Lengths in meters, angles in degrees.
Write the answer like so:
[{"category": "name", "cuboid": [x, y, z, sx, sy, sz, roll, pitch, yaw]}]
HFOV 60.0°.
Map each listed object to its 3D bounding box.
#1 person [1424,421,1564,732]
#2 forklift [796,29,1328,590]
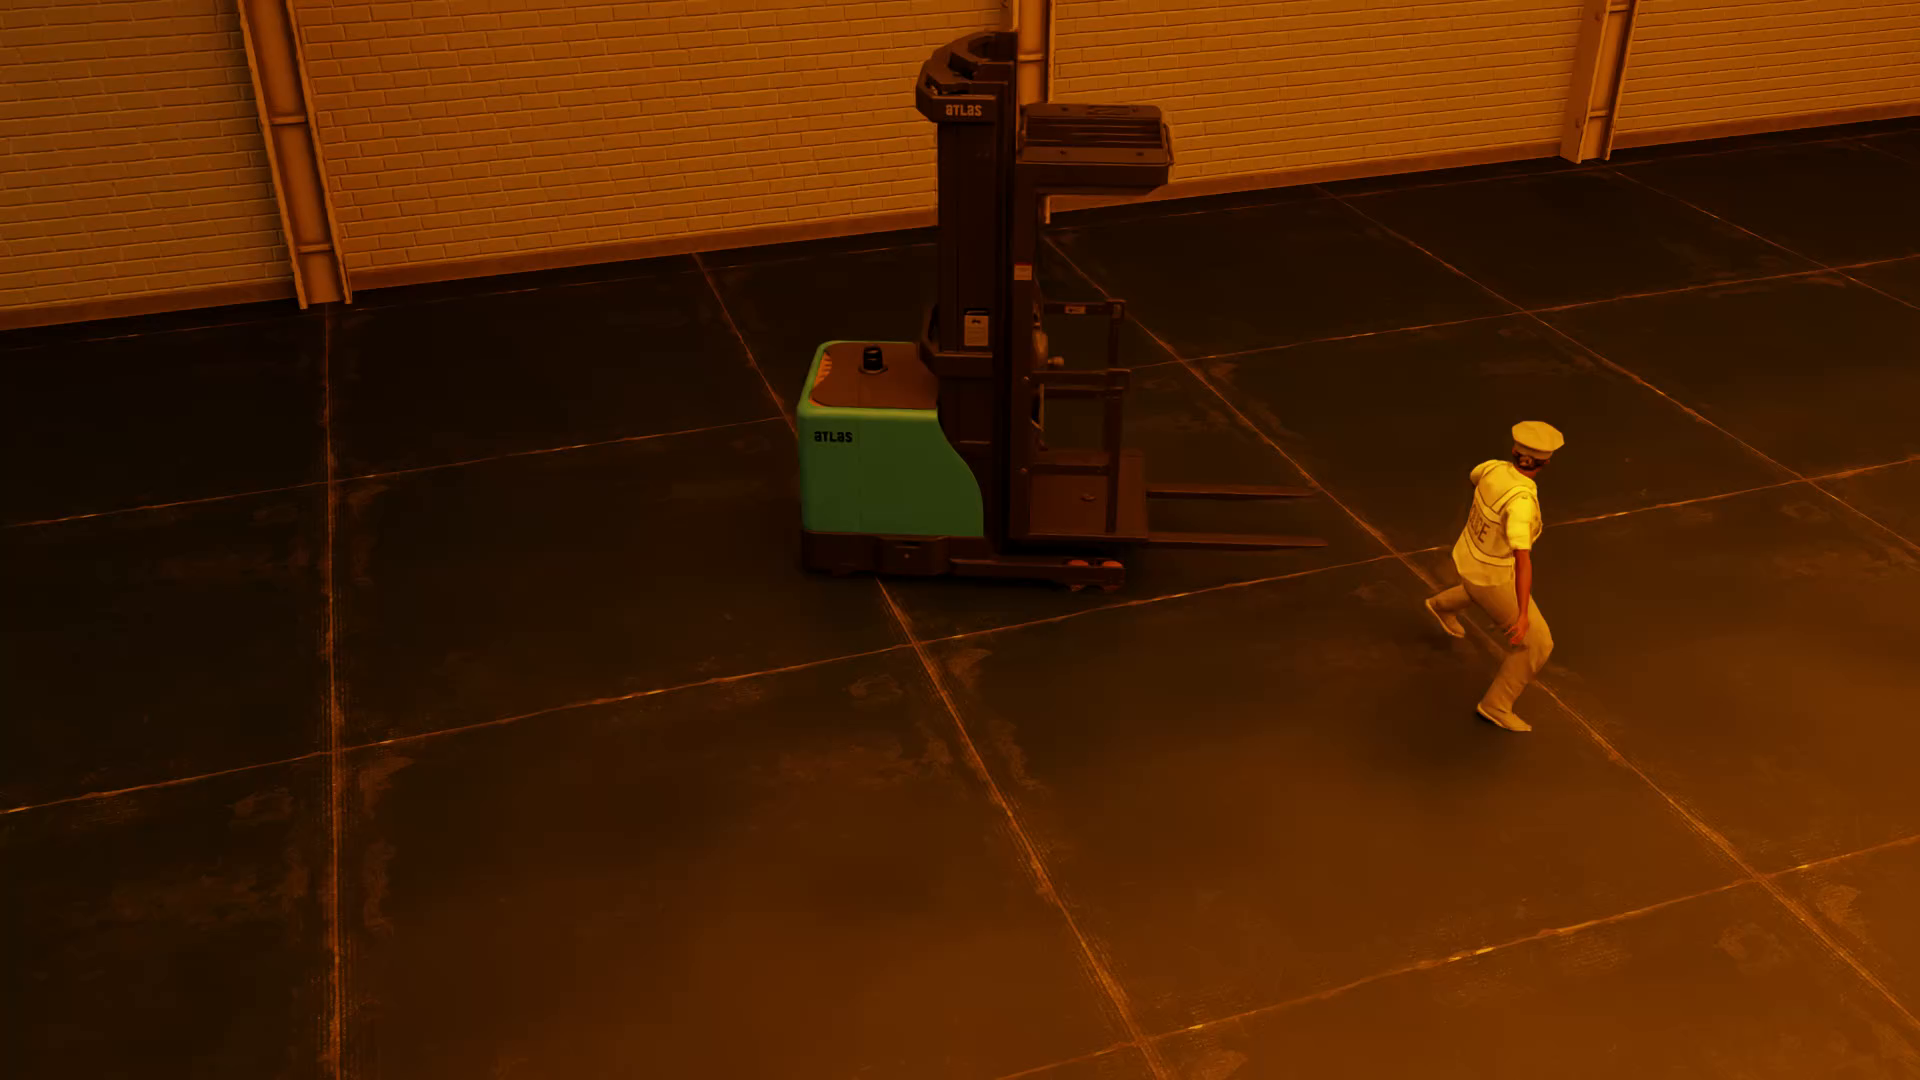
[{"category": "person", "cuboid": [2.705, 0.157, 8.289, 0.479, 1.546, 1.056, 2, 30, 3]}, {"category": "forklift", "cuboid": [0.615, -1.258, 9.274, 3.031, 2.935, 1.130, 2, 30, 3]}]
